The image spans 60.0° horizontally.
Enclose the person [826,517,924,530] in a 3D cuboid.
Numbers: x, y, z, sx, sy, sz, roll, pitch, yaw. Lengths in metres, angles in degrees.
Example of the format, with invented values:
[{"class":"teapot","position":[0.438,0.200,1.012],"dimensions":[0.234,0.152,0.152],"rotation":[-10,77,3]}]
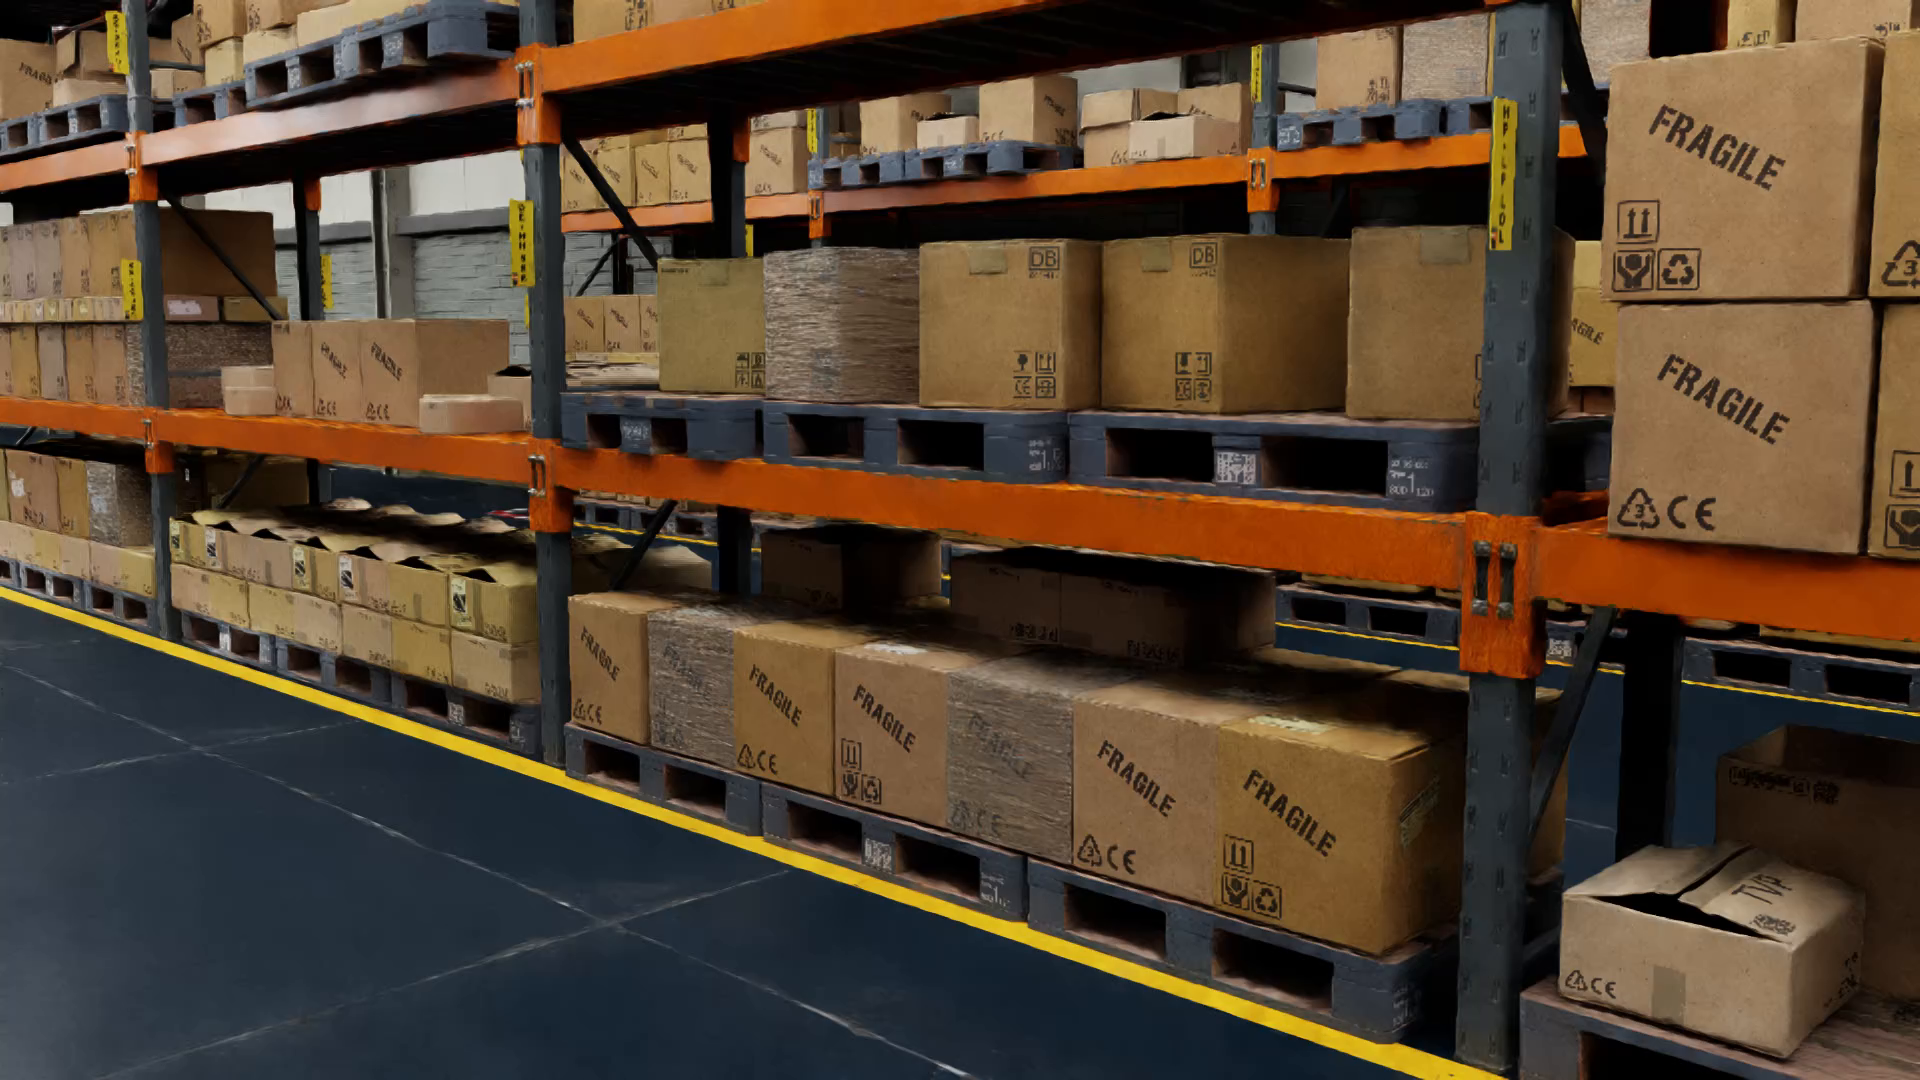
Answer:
[{"class":"person","position":[-0.377,-0.073,8.016],"dimensions":[0.624,1.641,0.473],"rotation":[-6,10,-42]}]
